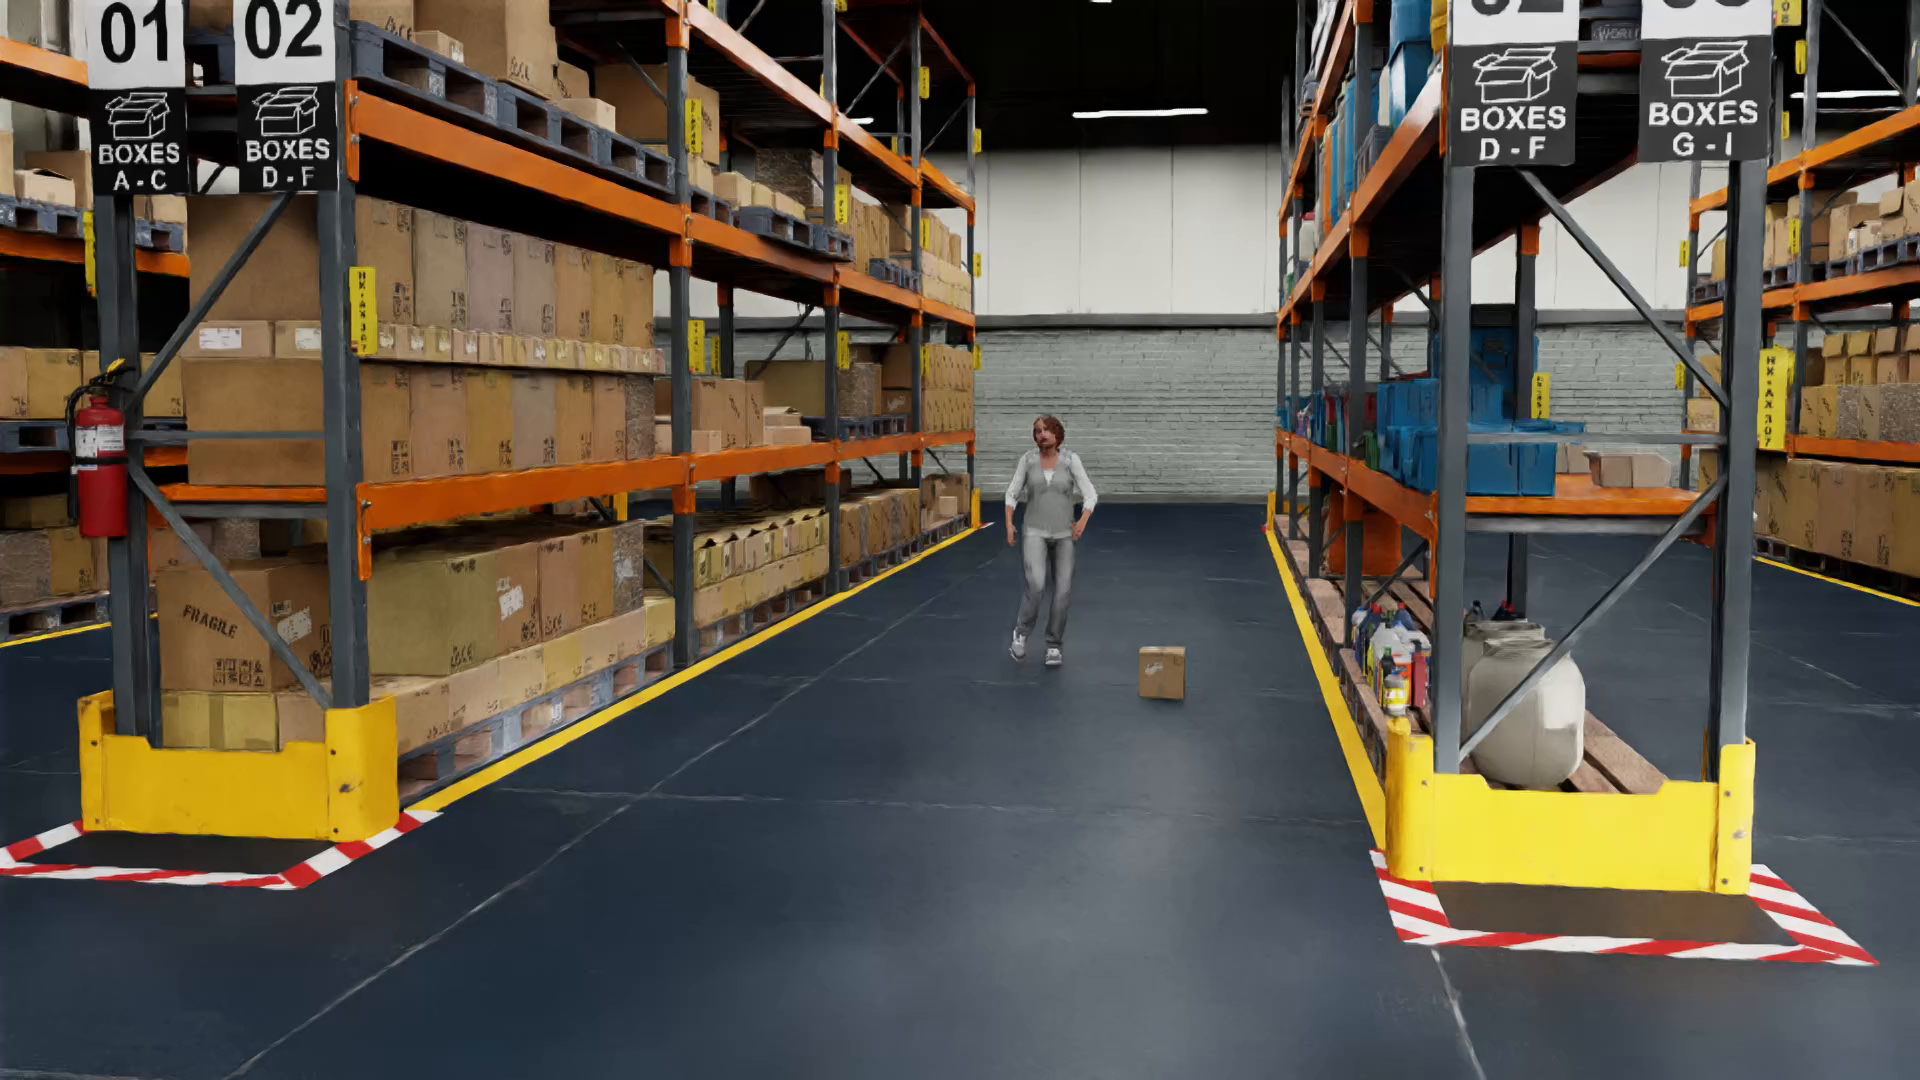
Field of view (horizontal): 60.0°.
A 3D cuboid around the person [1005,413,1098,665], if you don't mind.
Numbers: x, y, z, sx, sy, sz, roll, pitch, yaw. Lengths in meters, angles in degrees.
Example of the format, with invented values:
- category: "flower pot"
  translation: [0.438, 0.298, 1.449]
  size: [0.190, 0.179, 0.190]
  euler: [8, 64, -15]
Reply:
- category: "person"
  translation: [0.575, 0.000, 10.318]
  size: [0.569, 1.566, 0.434]
  euler: [0, 5, -5]
